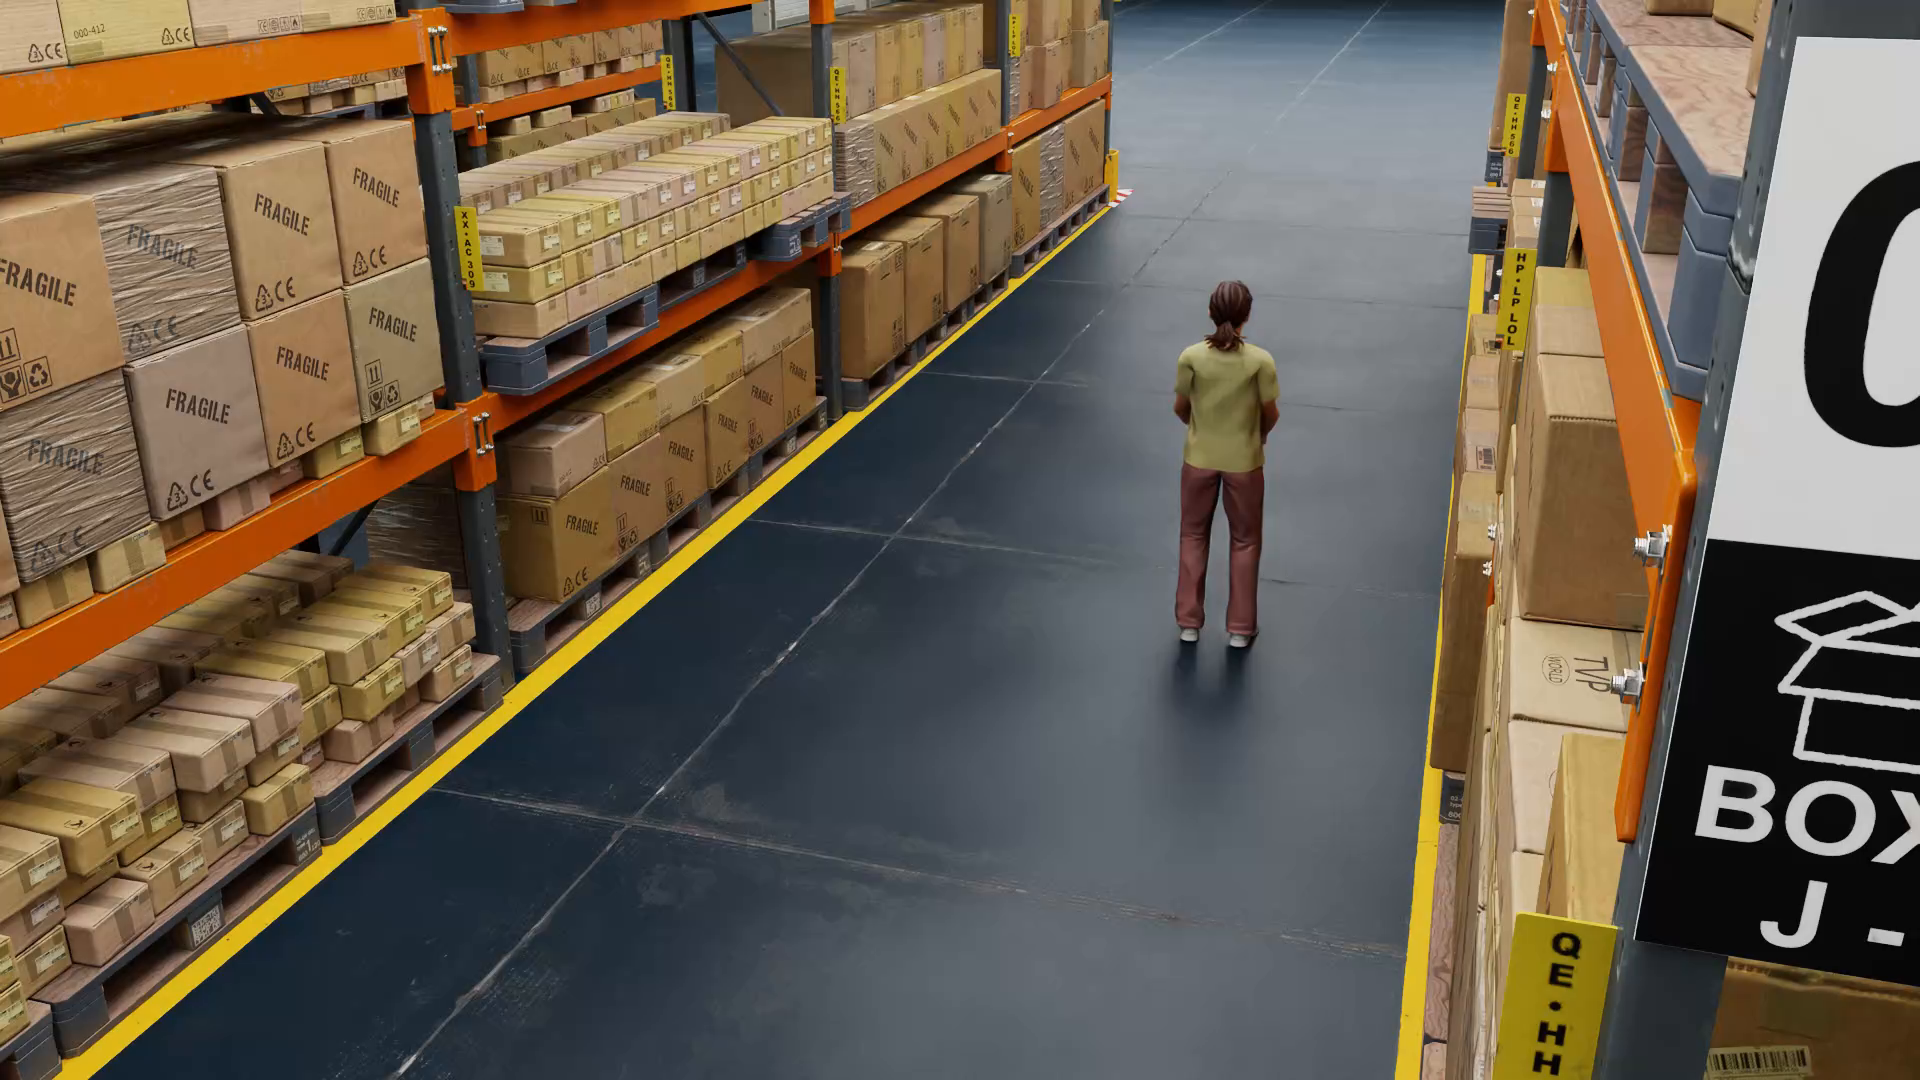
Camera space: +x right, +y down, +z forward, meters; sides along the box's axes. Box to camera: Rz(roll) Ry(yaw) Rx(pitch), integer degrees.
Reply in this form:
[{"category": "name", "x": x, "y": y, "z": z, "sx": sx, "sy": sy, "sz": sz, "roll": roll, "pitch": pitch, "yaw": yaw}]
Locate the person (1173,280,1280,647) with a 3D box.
[{"category": "person", "x": 1.182, "y": -0.349, "z": 7.451, "sx": 0.462, "sy": 1.674, "sz": 0.484, "roll": 6, "pitch": 23, "yaw": 15}]
